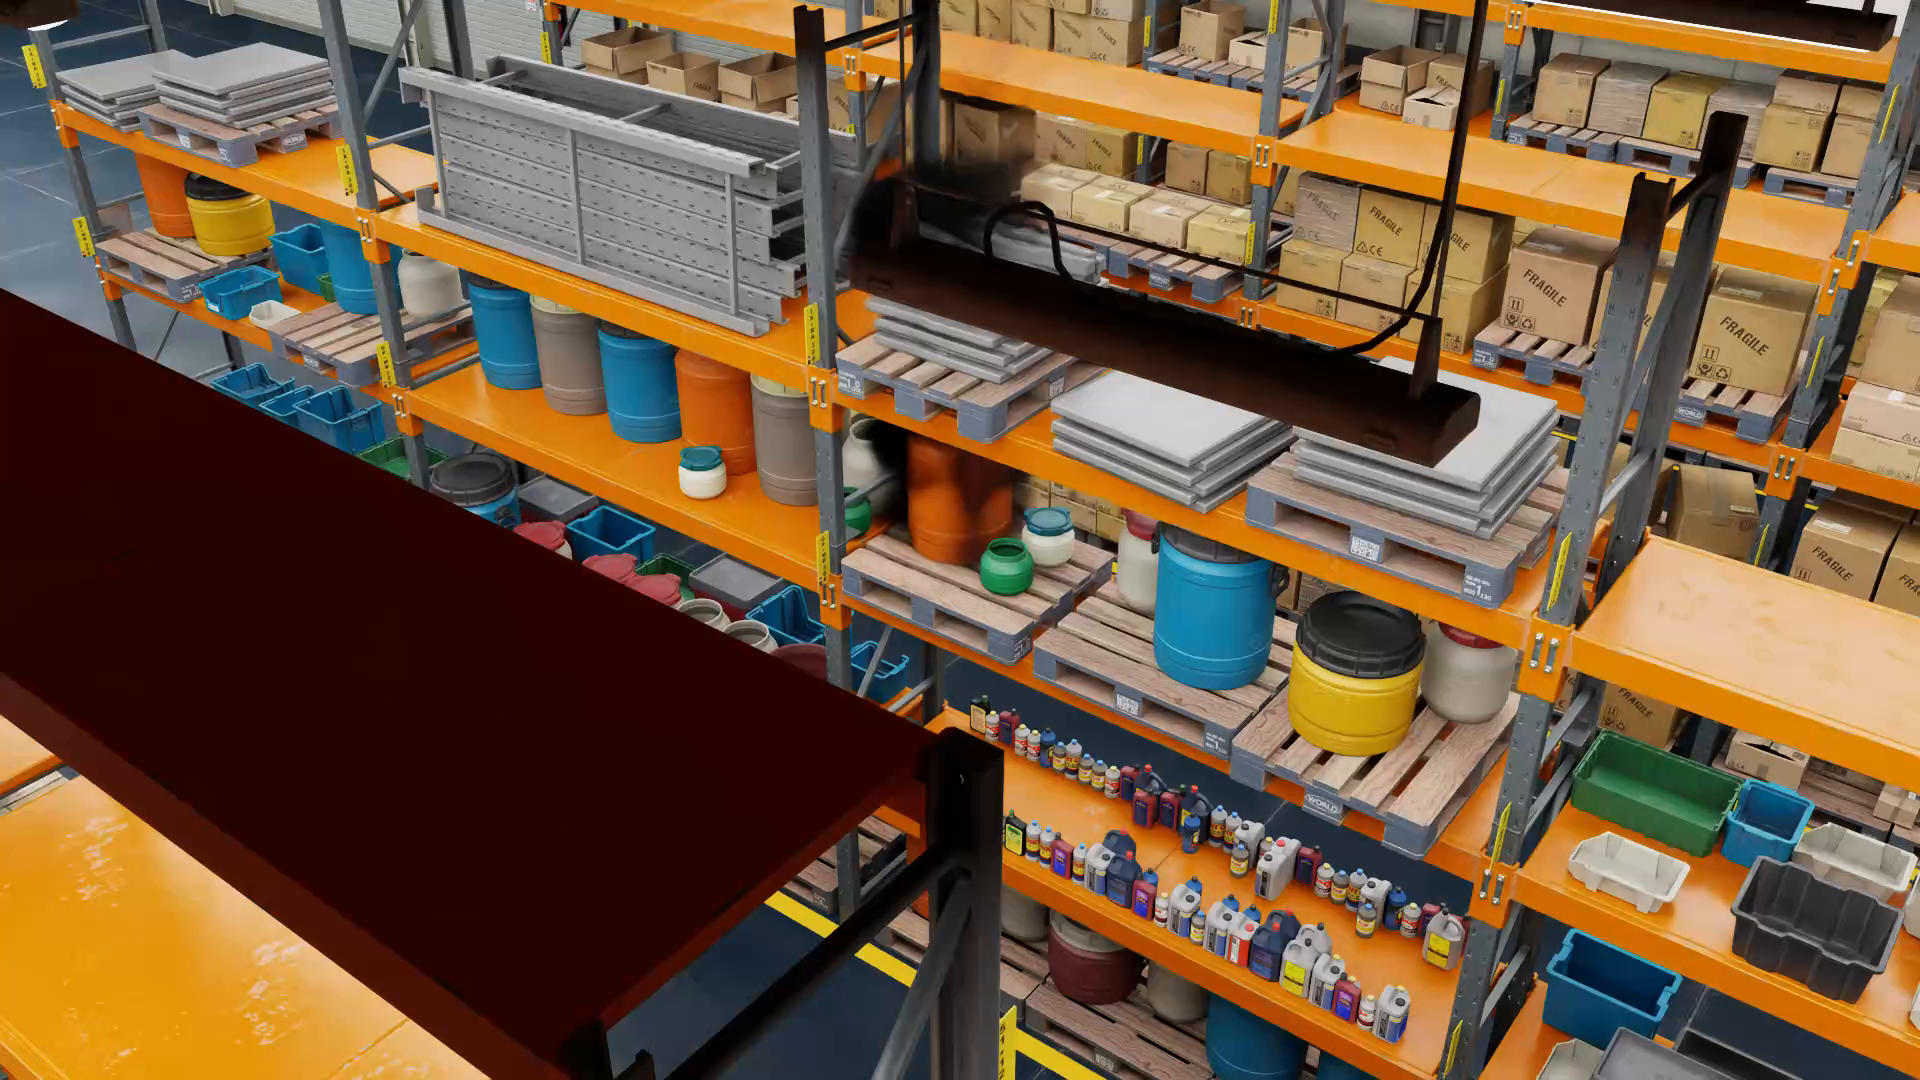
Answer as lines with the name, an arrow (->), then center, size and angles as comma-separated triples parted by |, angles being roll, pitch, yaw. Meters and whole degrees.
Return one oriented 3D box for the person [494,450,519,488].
person -> -4.150, -1.151, 15.558 | 0.698, 1.717, 0.741 | 8, 32, 13
